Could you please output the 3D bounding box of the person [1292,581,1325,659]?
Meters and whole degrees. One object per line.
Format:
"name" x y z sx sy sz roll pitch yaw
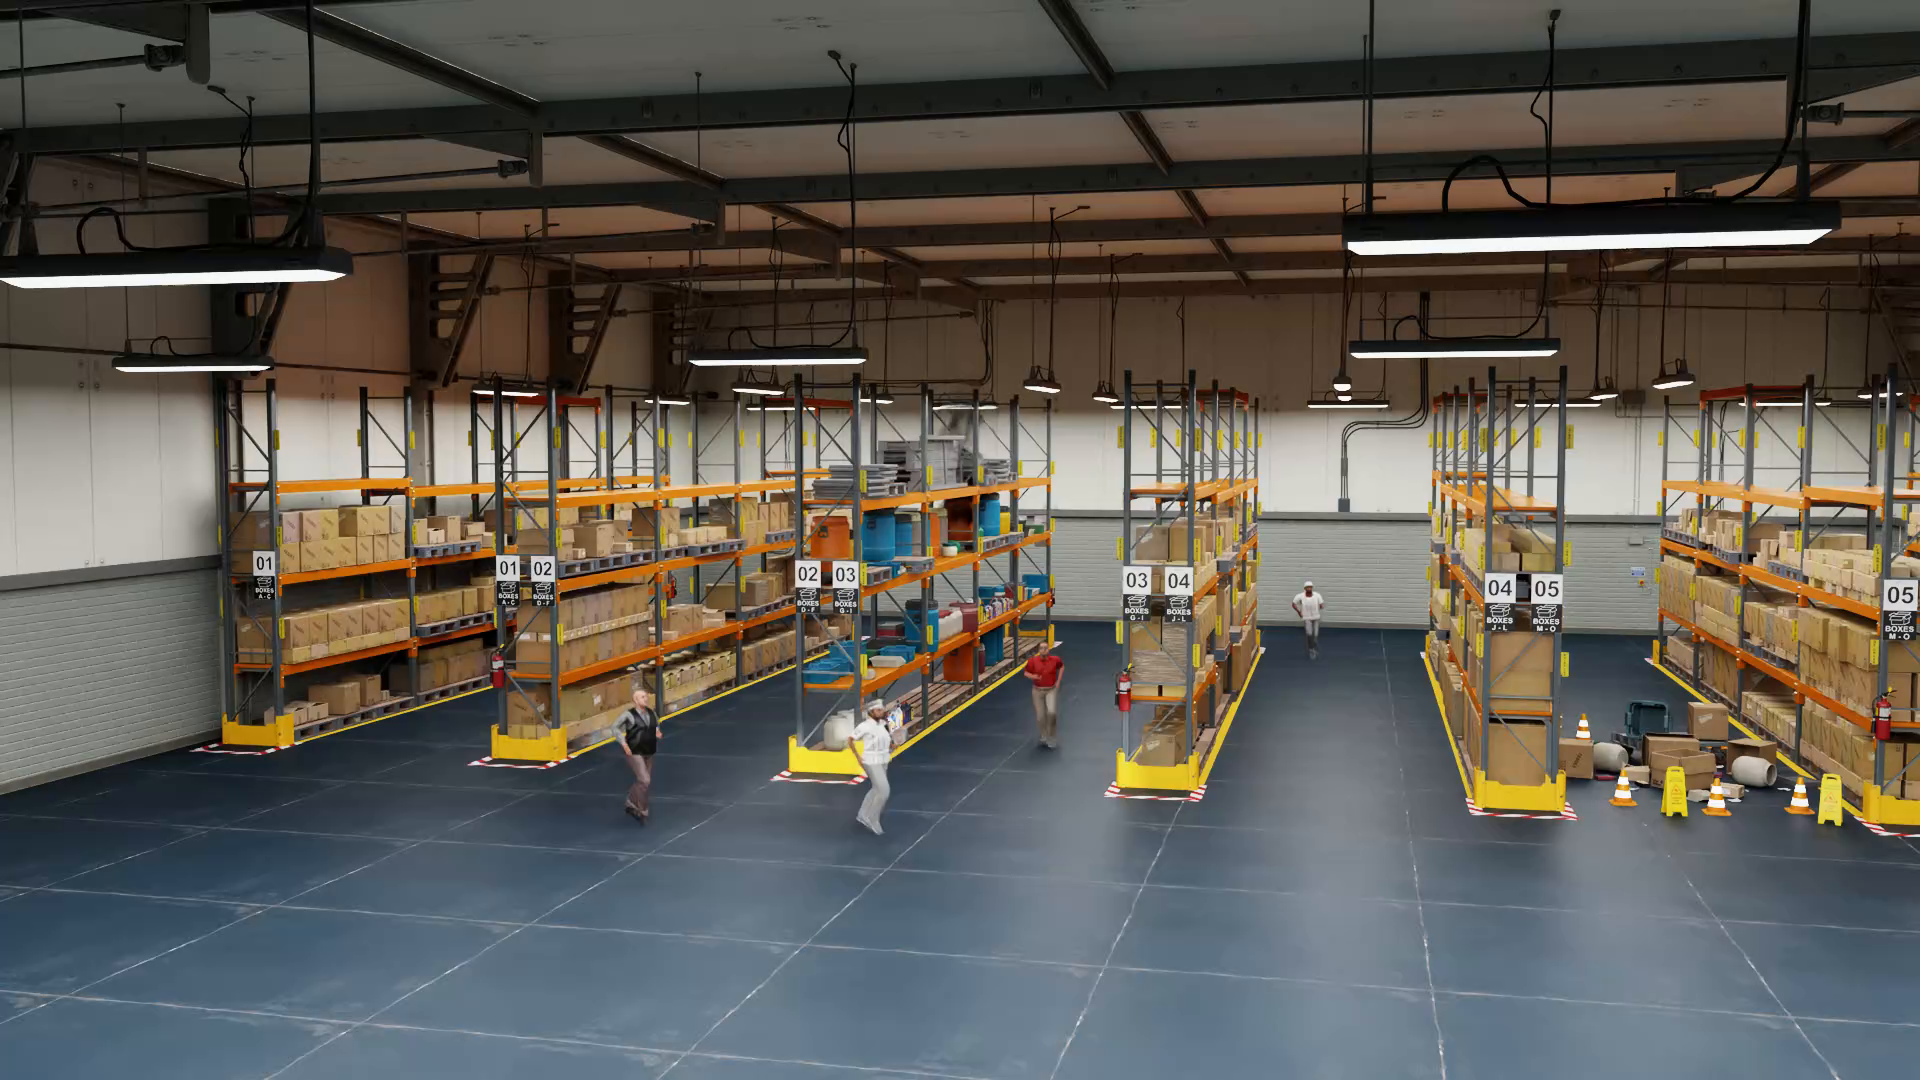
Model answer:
"person" 8.038 1.849 38.225 0.694 1.810 0.724 0 3 -5

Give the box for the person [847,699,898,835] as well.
"person" -1.064 2.887 21.247 0.698 1.731 0.542 2 4 34

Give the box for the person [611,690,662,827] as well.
"person" -4.177 2.846 21.748 0.707 1.782 0.647 3 4 37

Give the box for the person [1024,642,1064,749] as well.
"person" 1.374 2.532 27.189 0.641 1.759 0.790 0 3 5
